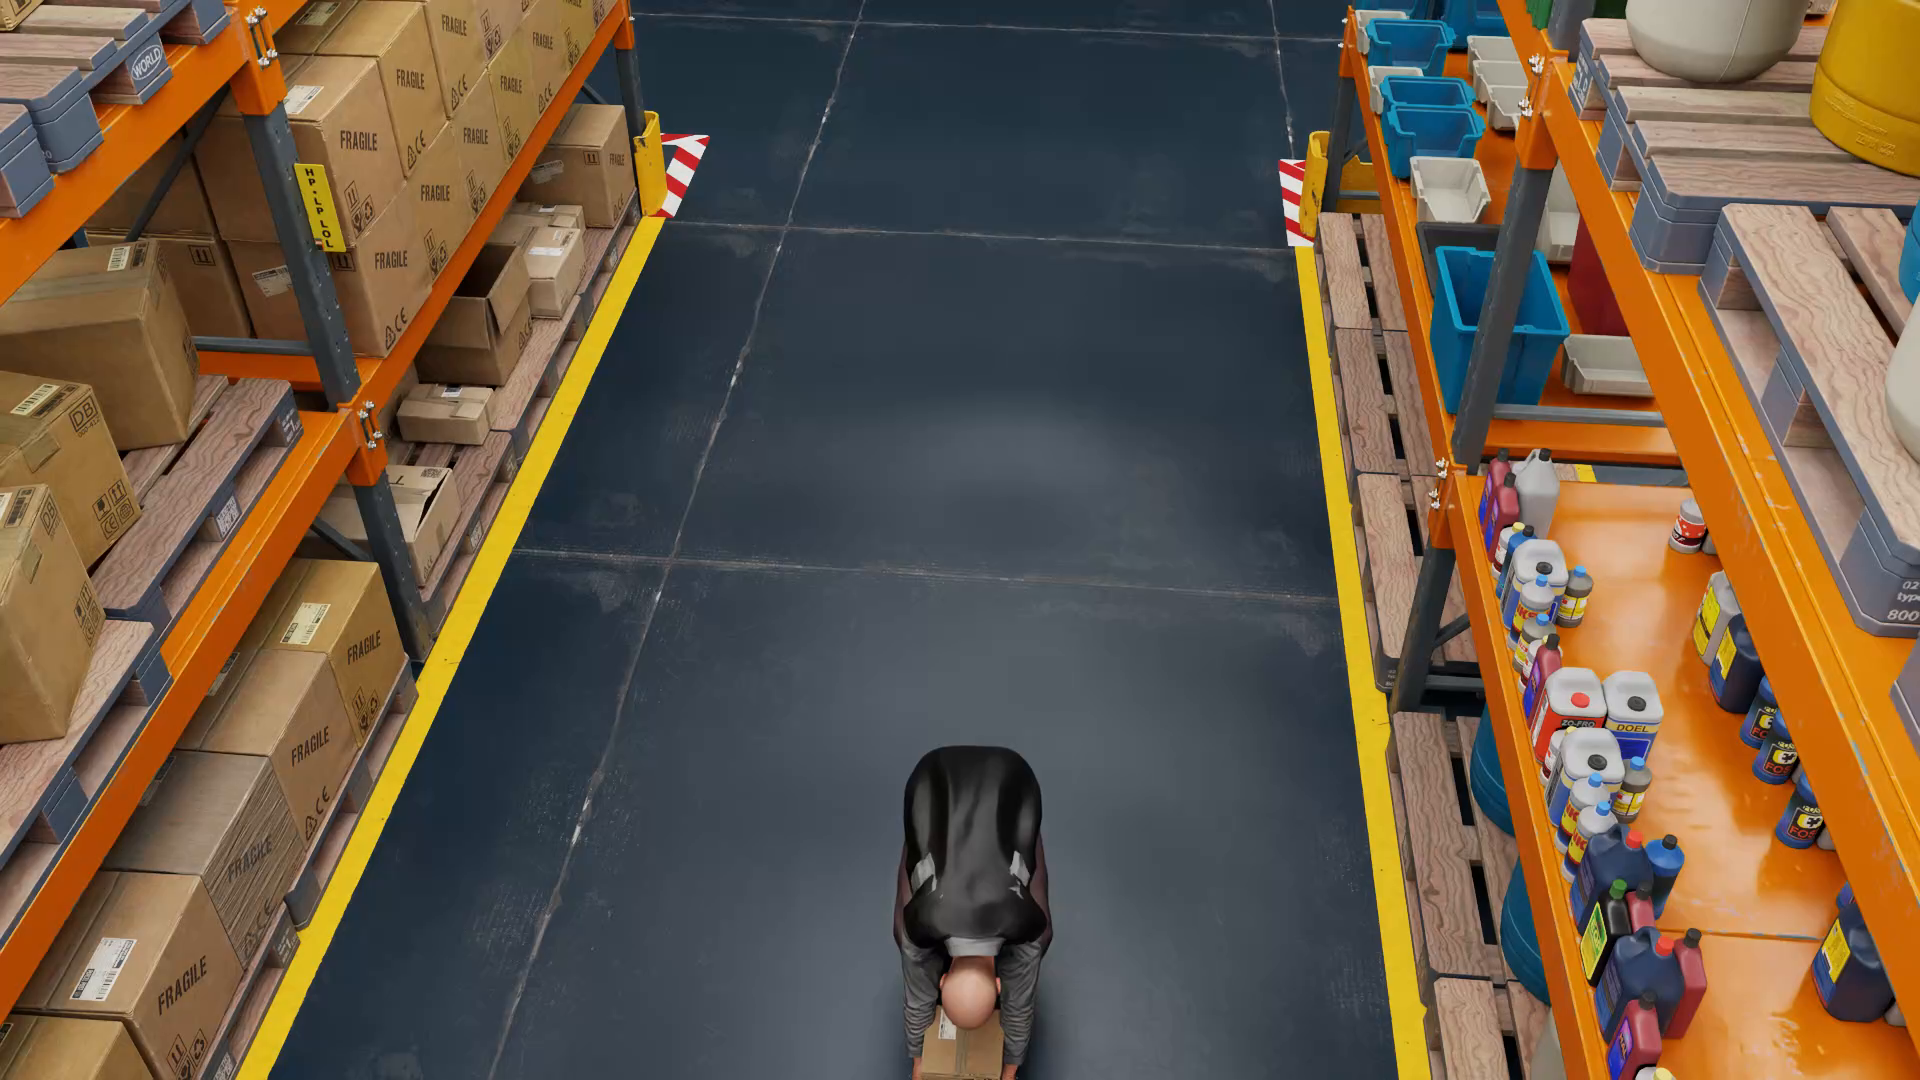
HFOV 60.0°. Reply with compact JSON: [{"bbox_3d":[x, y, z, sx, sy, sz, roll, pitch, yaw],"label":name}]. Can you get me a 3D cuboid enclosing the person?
[{"bbox_3d":[0.042,1.224,5.333,0.519,0.922,0.947,2,40,2],"label":"person"}]
